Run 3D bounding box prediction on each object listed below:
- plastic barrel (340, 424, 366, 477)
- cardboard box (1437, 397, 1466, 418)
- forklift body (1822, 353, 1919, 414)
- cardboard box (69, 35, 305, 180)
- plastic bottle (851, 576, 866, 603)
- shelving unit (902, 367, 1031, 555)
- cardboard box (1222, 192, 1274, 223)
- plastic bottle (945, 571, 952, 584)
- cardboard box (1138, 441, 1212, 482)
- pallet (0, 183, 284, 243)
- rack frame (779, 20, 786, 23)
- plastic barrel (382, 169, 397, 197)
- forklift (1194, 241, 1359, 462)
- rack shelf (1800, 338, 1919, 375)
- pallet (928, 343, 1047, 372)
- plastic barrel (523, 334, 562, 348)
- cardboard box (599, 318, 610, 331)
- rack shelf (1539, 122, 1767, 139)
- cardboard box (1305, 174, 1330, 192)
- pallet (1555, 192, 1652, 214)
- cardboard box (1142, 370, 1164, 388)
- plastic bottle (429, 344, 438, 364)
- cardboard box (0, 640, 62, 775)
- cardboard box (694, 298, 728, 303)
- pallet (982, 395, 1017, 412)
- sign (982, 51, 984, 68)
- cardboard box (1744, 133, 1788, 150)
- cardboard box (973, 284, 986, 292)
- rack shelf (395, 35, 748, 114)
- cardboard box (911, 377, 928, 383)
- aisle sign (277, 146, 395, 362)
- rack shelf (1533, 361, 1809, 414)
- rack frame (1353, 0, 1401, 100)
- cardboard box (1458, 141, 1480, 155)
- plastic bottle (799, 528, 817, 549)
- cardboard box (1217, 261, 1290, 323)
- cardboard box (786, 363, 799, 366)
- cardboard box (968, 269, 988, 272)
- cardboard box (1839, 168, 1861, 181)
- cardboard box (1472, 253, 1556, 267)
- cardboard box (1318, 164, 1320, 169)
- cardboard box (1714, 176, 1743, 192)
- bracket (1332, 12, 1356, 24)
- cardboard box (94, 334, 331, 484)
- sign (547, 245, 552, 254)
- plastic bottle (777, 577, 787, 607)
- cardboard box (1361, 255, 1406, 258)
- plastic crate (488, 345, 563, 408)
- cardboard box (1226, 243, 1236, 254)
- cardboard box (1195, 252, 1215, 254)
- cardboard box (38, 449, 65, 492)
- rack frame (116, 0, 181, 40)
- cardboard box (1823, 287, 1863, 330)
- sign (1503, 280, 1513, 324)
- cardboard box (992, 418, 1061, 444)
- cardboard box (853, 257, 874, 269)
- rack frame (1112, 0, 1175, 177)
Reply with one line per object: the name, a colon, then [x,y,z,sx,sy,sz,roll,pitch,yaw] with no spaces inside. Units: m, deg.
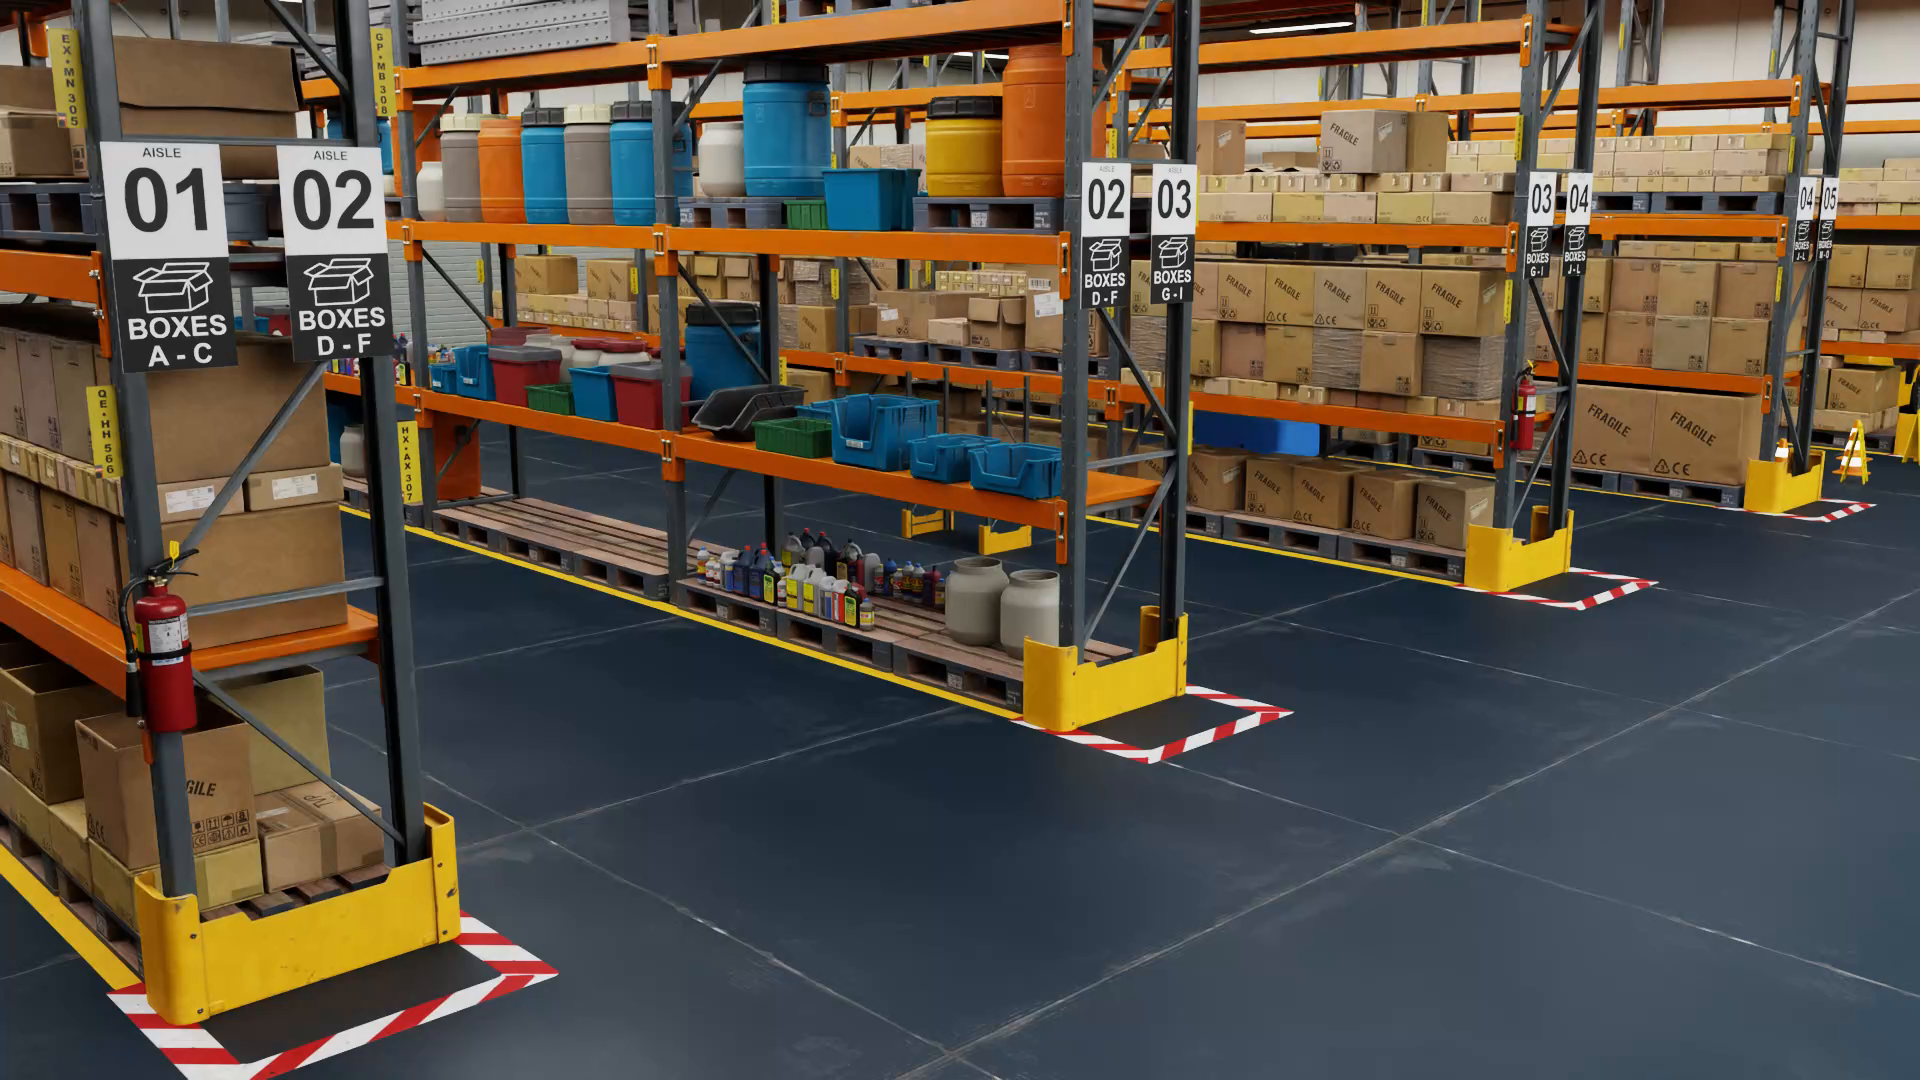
plastic barrel: [-6.138,-0.920,17.069,0.421,0.512,0.421,0,12,0]
cardboard box: [4.036,-1.078,13.334,0.380,0.149,0.250,-11,16,-43]
forklift body: [12.680,-2.832,23.326,2.313,2.155,1.214,-11,16,-43]
cardboard box: [-3.007,-1.650,6.411,0.797,0.503,0.637,-9,15,-39]
plastic bottle: [-0.691,0.391,11.222,0.061,0.283,0.133,-11,16,-43]
shelving unit: [0.053,-0.723,14.706,0.587,1.500,1.083,-11,16,-43]
cardboard box: [2.621,-2.879,14.392,0.500,0.250,0.500,11,16,43]
plastic bottle: [-0.055,0.351,11.444,0.097,0.271,0.097,0,12,0]
cardboard box: [2.039,-0.653,15.801,0.500,0.500,0.500,11,16,43]
pallet: [-3.083,-1.305,6.595,1.003,0.211,1.213,-11,16,-43]
rack frame: [-2.838,-7.102,27.080,1.000,3.000,0.127,-11,16,-43]
plastic barrel: [-5.399,-3.372,15.715,0.301,0.262,0.301,0,12,0]
forklift: [3.657,-2.184,18.249,1.130,2.935,3.031,7,14,31]
rack shelf: [10.340,-2.472,21.261,1.077,0.370,4.000,-11,16,-43]
pallet: [0.426,-1.942,17.380,1.003,0.211,1.213,-11,16,-43]
plastic barrel: [-3.688,-1.564,14.790,0.421,0.512,0.421,0,12,0]
cardboard box: [-4.536,-2.854,21.953,0.380,0.149,0.250,-11,16,-44]
rack shelf: [11.165,-6.491,26.889,1.077,0.370,4.000,-11,16,-43]
cardboard box: [3.088,-2.977,13.878,0.250,0.149,0.380,11,16,42]
pallet: [6.844,-3.539,17.441,1.003,0.211,1.213,-11,16,-43]
cardboard box: [1.886,-1.501,15.386,0.380,0.149,0.250,-11,16,-43]
plastic bottle: [-5.249,-1.816,16.610,0.097,0.271,0.097,0,12,0]
cardboard box: [-4.245,0.748,7.762,0.500,0.500,0.500,-11,16,-43]
cardboard box: [-2.903,-2.704,20.354,0.500,0.500,0.500,11,16,44]
pallet: [0.463,-2.100,24.583,1.003,0.211,1.213,-11,16,-43]
sign: [0.321,-7.131,24.516,0.100,0.325,0.005,-11,16,-43]
cardboard box: [7.733,-3.821,15.950,0.380,0.149,0.250,-11,16,-42]
cardboard box: [0.402,-3.573,23.666,0.250,0.149,0.380,11,16,43]
rack shelf: [-3.172,-3.727,13.476,1.077,0.370,4.000,-11,16,-43]
cardboard box: [-0.593,-2.399,25.145,0.380,0.149,0.250,-11,16,-42]
aisle sign: [-2.347,-1.078,6.269,0.394,0.787,0.004,-11,16,-43]
rack shelf: [6.830,-1.768,17.841,1.077,0.370,4.000,-11,16,-43]
rack frame: [6.197,-6.639,24.833,1.000,3.000,0.127,-11,16,-43]
cardboard box: [5.631,-4.266,18.107,0.380,0.149,0.250,-11,16,-43]
plastic bottle: [-1.138,0.090,12.514,0.185,0.351,0.144,11,16,44]
cardboard box: [2.610,-2.173,14.562,0.500,0.500,0.500,-11,16,-43]
cardboard box: [-2.042,-1.719,20.047,1.225,0.875,0.875,-11,16,-42]
cardboard box: [0.342,-3.922,24.623,0.380,0.149,0.250,-10,15,-40]
cardboard box: [10.796,-4.400,20.045,0.380,0.149,0.250,-11,16,-42]
cardboard box: [6.142,-2.892,18.465,0.875,0.550,0.550,-11,16,-43]
cardboard box: [5.827,-5.460,25.248,0.637,0.503,0.797,11,16,42]
cardboard box: [7.563,-3.467,16.207,0.380,0.149,0.250,-11,16,-42]
bracket: [7.223,-9.795,31.232,0.235,0.232,0.430,-11,16,-43]
cardboard box: [-2.963,-0.534,6.607,0.700,0.500,0.500,-11,16,-42]
sign: [-6.093,-4.244,24.619,0.100,0.325,0.005,-11,16,-43]
plastic bottle: [-1.224,0.357,11.587,0.097,0.201,0.097,0,12,0]
cardboard box: [6.340,-4.003,24.881,0.500,0.500,0.500,11,16,44]
plastic crate: [-3.658,-1.382,14.027,0.402,0.464,0.583,-11,16,-43]
cardboard box: [4.608,-4.500,26.594,0.500,0.500,0.500,-11,16,-43]
cardboard box: [2.989,-3.468,21.583,0.700,0.500,0.500,-11,16,-43]
cardboard box: [-3.727,-0.318,7.168,0.380,0.149,0.250,-10,15,-41]
rack frame: [-10.078,-5.735,20.447,1.000,3.000,0.127,-11,16,-43]
cardboard box: [10.805,-2.842,20.287,0.500,0.500,0.500,-11,16,-42]
sign: [4.139,-1.799,12.558,0.100,0.325,0.005,-11,16,-43]
cardboard box: [0.681,-0.973,17.306,0.500,0.500,0.700,10,15,40]
cardboard box: [-1.300,-4.446,25.596,0.500,0.500,0.500,-10,16,-41]
rack frame: [1.792,-4.674,15.297,1.000,3.000,0.127,-11,16,-43]
